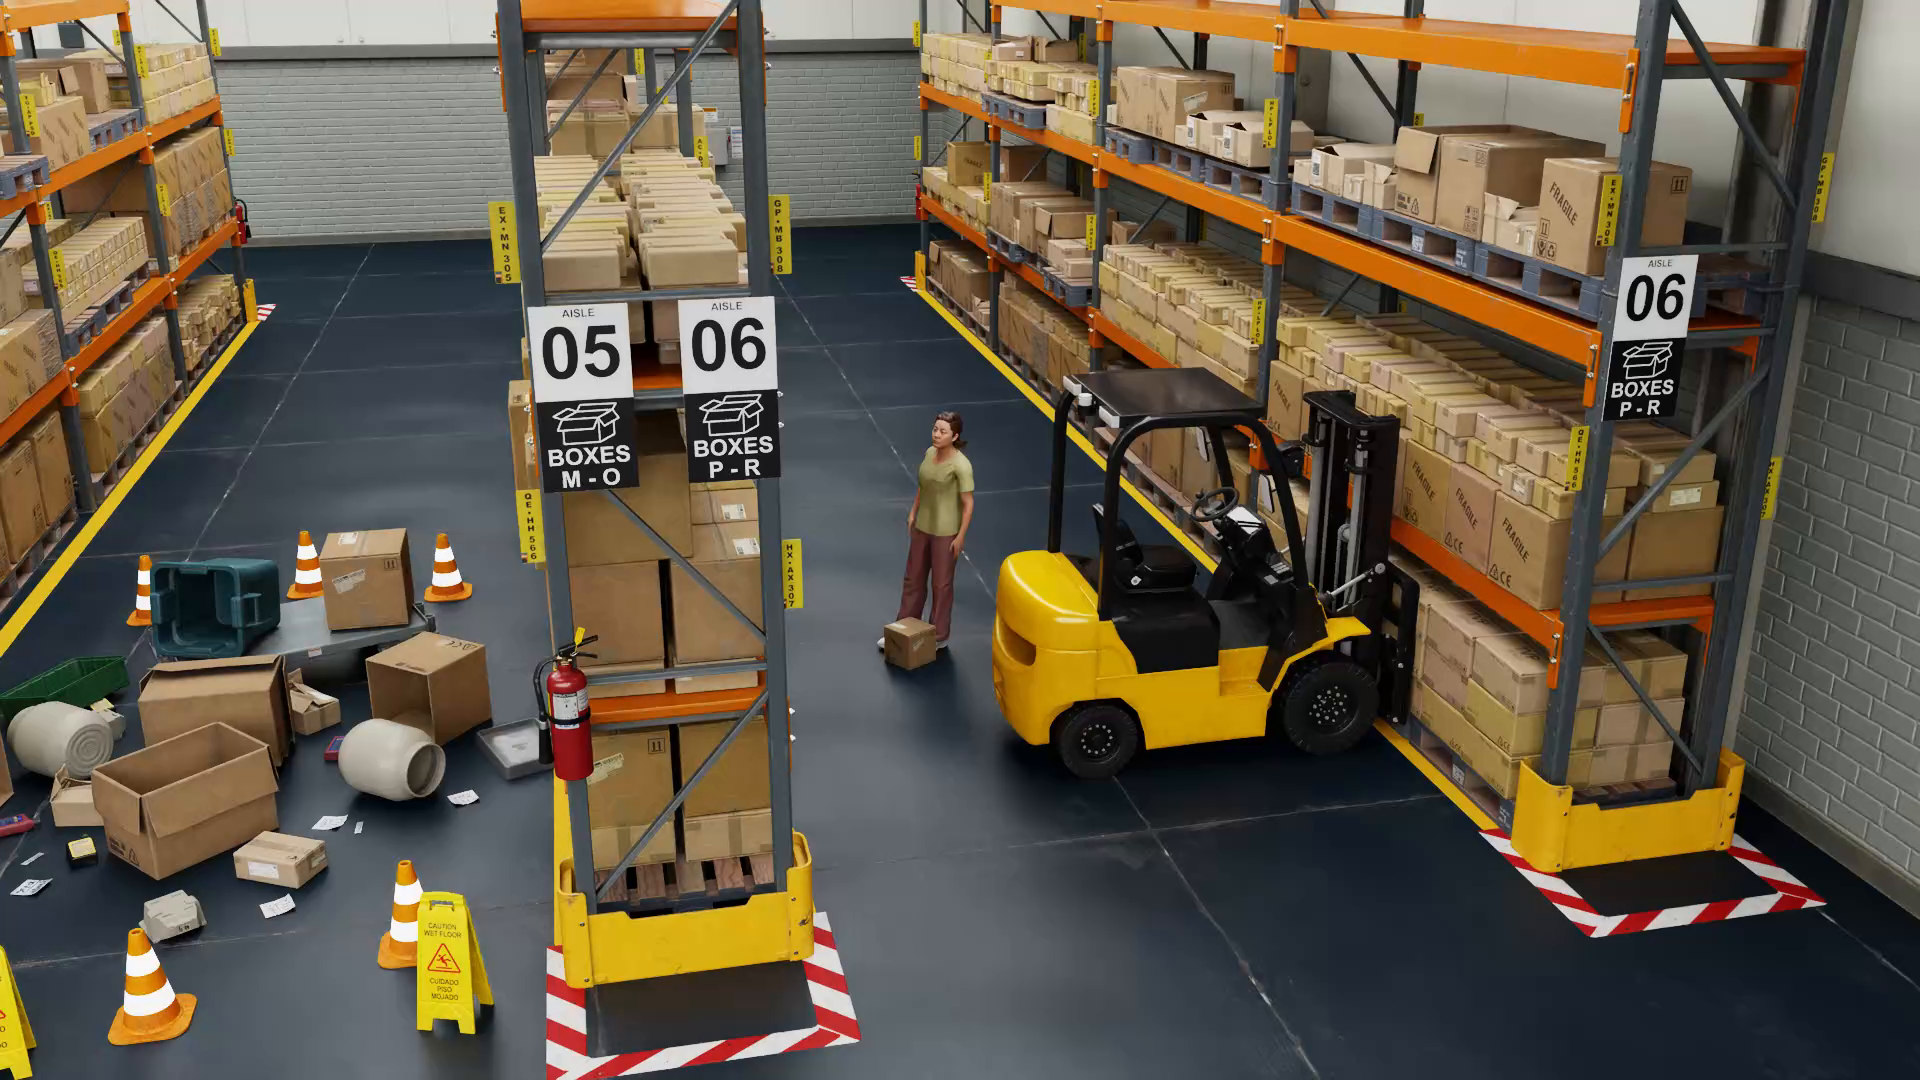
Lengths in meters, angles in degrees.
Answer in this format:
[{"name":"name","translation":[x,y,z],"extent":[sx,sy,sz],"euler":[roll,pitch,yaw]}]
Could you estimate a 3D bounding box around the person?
[{"name":"person","translation":[-0.202,-0.039,11.155],"extent":[0.549,1.675,0.555],"euler":[-17,26,-39]}]
